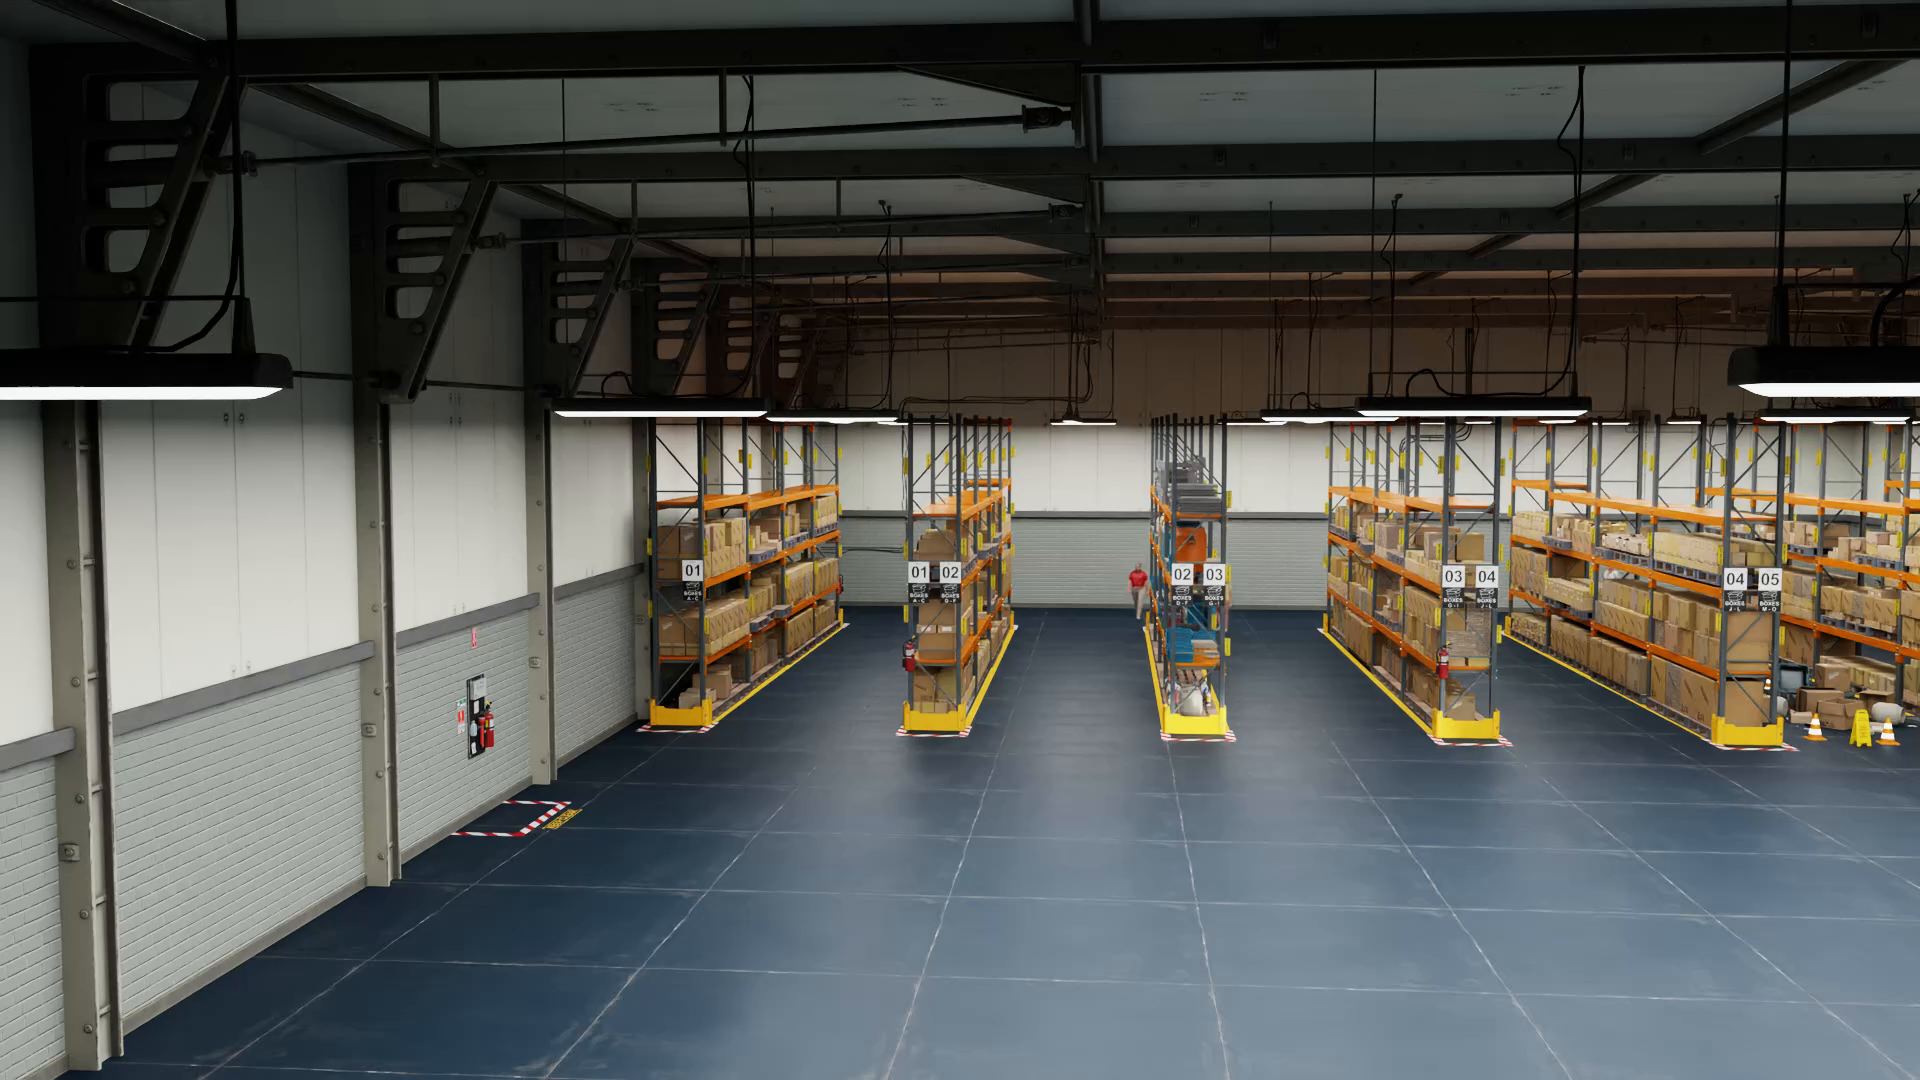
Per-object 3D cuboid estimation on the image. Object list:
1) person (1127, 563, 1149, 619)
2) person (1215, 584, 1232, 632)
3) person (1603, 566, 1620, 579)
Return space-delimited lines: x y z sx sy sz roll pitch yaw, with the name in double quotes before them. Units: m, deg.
"person" 5.305 1.518 49.840 0.575 1.661 1.064 2 4 23
"person" 7.416 1.751 46.775 0.479 1.690 0.400 -2 4 -22
"person" 19.425 1.497 49.602 0.881 1.765 0.546 -2 4 -28
